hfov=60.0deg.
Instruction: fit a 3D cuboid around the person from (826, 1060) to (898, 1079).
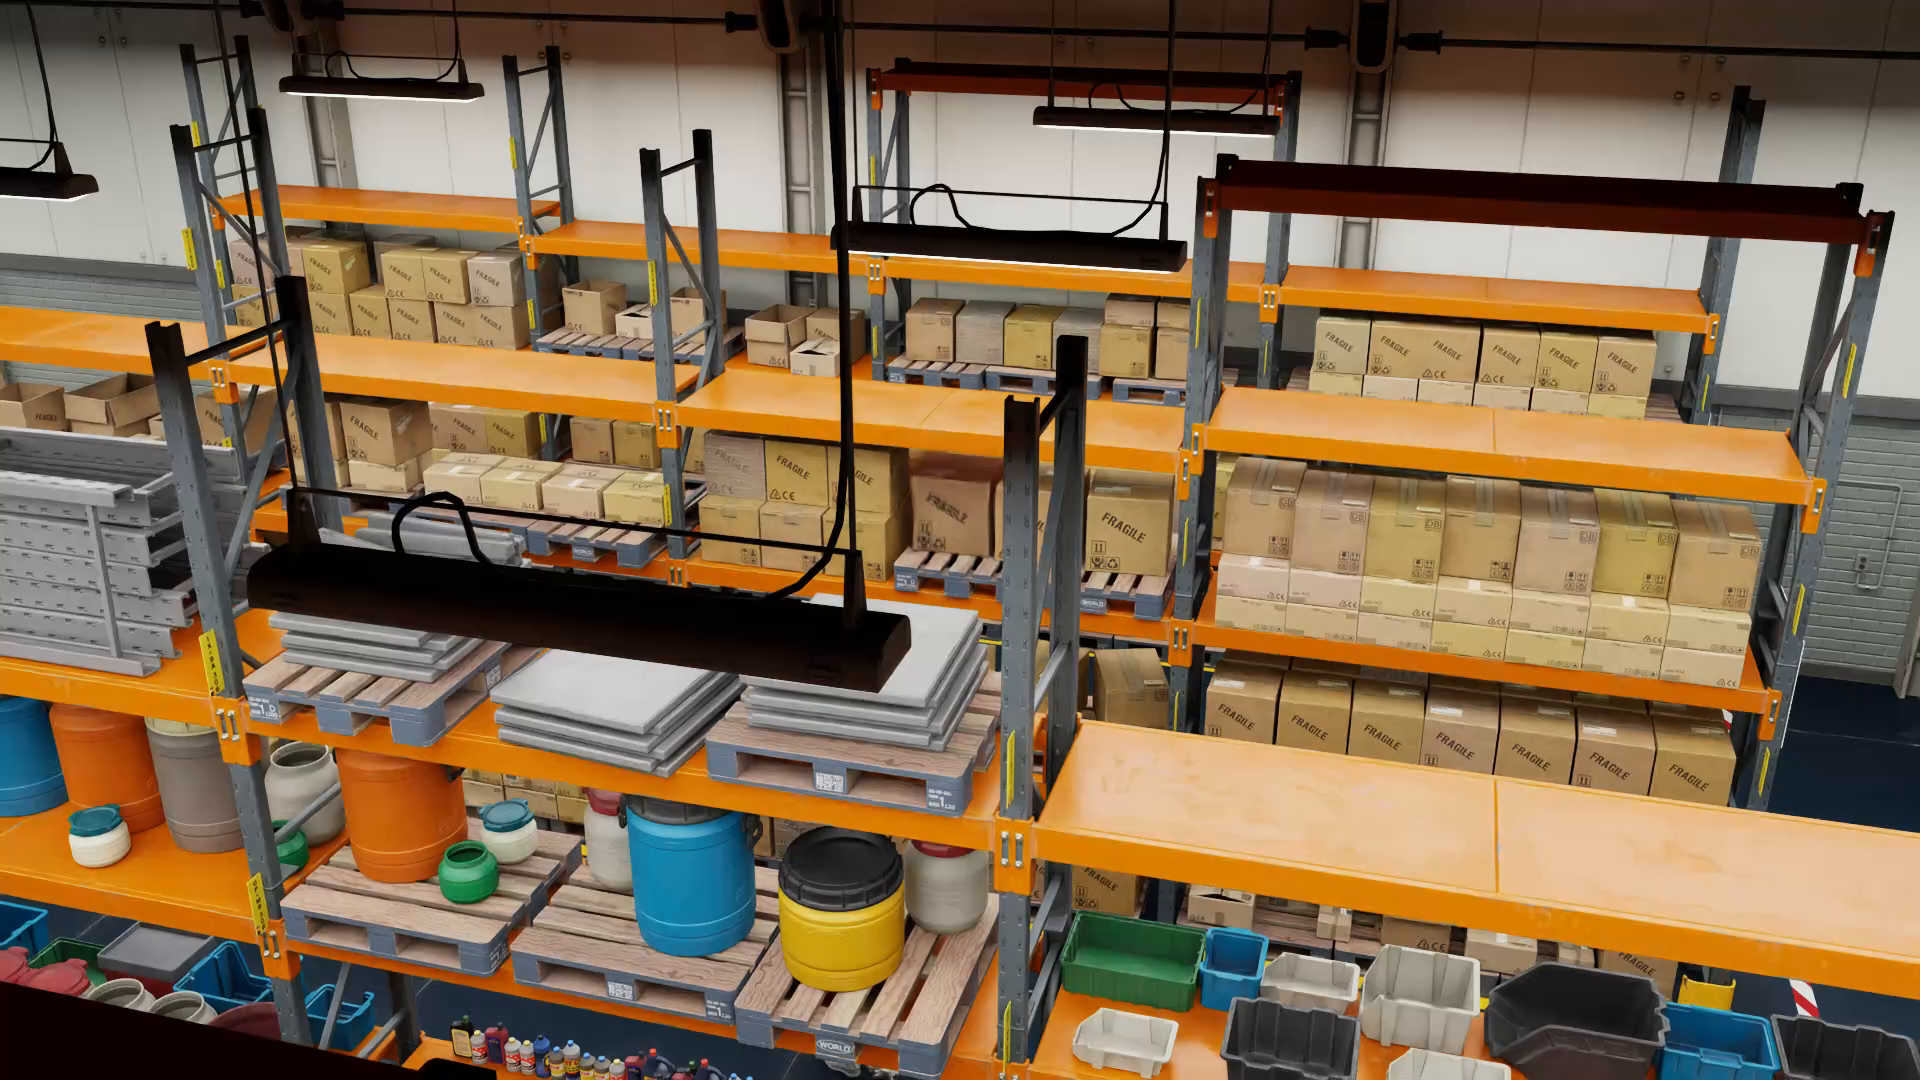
[{"bbox_3d":[-0.667,2.965,11.364,0.730,1.754,0.618,15,27,31],"label":"person"}]
